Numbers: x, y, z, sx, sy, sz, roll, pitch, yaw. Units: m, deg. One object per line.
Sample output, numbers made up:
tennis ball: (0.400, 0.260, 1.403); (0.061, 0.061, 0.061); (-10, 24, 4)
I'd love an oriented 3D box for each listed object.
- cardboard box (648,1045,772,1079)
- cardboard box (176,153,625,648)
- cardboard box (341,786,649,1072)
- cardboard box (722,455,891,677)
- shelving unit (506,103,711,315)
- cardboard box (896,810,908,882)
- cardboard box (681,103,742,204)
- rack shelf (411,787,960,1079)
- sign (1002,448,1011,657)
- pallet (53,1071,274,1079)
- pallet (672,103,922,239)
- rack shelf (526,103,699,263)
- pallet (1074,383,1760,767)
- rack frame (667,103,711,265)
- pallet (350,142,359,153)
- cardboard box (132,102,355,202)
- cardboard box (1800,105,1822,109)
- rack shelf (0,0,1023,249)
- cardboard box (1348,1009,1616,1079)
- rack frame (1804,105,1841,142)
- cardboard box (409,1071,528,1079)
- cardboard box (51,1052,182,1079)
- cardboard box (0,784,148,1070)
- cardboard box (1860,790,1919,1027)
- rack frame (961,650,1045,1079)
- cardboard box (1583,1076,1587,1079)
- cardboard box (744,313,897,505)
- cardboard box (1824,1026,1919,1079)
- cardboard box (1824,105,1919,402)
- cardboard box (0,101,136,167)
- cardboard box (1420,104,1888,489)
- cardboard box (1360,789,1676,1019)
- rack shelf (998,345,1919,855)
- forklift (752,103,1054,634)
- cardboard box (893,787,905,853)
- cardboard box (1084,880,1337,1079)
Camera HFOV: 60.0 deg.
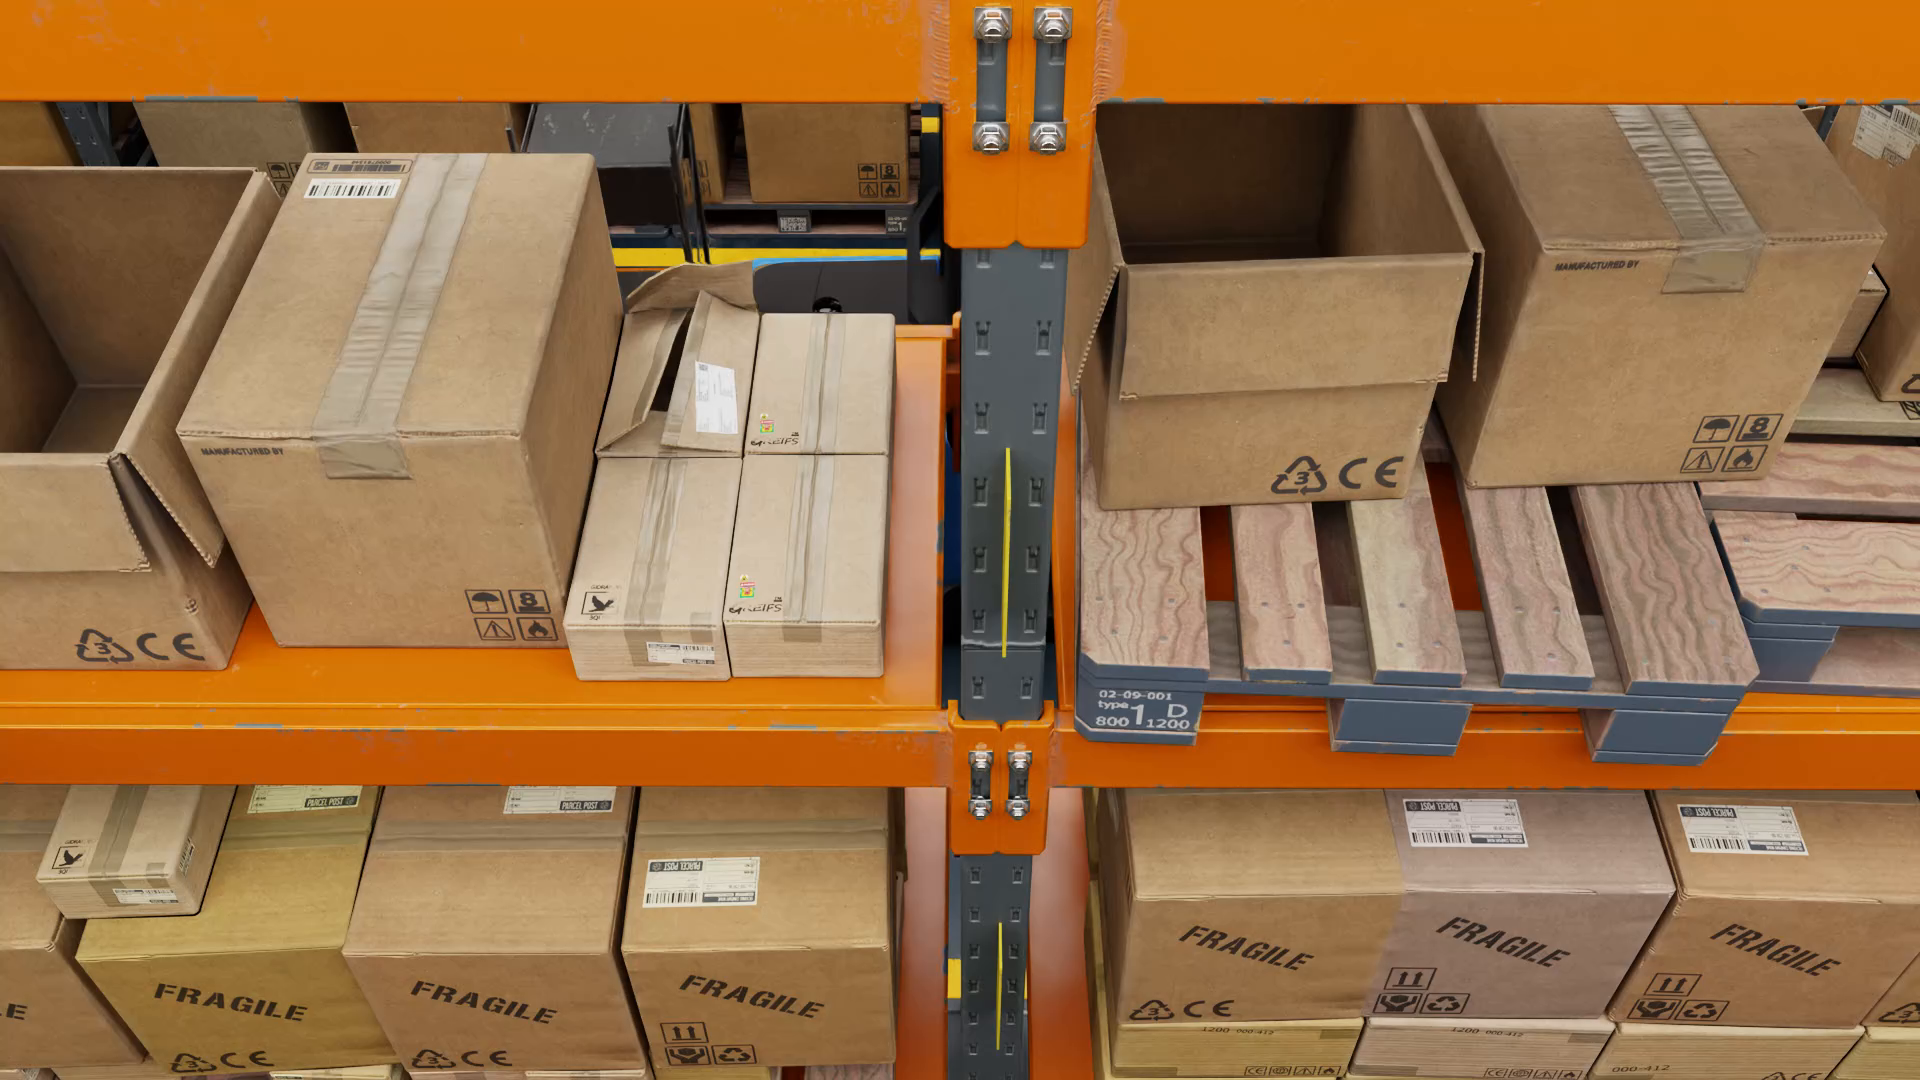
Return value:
cardboard box: (-0.530, 0.988, 3.666); (0.250, 0.149, 0.380); (1, 47, 1)
cardboard box: (-0.881, -0.244, 2.810); (0.500, 0.500, 0.700); (0, 47, 0)
cardboard box: (-0.906, 0.752, 3.442); (0.500, 0.500, 0.500); (-1, 47, 0)
cardboard box: (-0.249, 0.038, 2.787); (0.250, 0.149, 0.380); (0, 47, 0)
shelving unit: (-1.132, -0.681, 5.949); (0.503, 2.100, 0.431); (-1, 47, -1)
cardboard box: (-0.257, 0.628, 4.001); (0.250, 0.149, 0.380); (-2, 47, -2)
cardboard box: (-1.499, -2.246, 8.041); (0.750, 0.750, 1.050); (1, 47, 1)
rack shelf: (-1.933, 1.062, 4.204); (4.000, 0.370, 1.077); (0, 47, 0)
sign: (0.063, 0.021, 2.279); (0.005, 0.325, 0.100); (0, 47, 0)
pallet: (-1.913, 0.912, 3.983); (1.213, 0.211, 1.003); (0, 47, 0)
pallet: (-0.804, -1.909, 8.382); (1.213, 0.211, 1.003); (0, 47, 0)
rack shelf: (-1.132, -1.148, 5.447); (0.480, 0.518, 0.431); (-1, 47, -1)
pallet: (0.711, -0.173, 2.941); (1.003, 0.211, 1.213); (2, 47, 2)
rack frame: (-0.888, -0.687, 5.955); (0.015, 2.100, 0.400); (-1, 47, -1)
pallet: (-3.244, -1.915, 8.389); (1.213, 0.211, 1.003); (0, 47, 0)
cardboard box: (-3.395, -2.253, 8.048); (0.750, 0.750, 1.050); (0, 47, 0)
cardboard box: (4.300, -2.296, 8.295); (0.250, 0.149, 0.380); (1, 47, 1)
rack shelf: (-1.933, -0.846, 2.154); (4.000, 0.370, 1.077); (0, 47, 0)
cardboard box: (1.090, 0.887, 3.636); (0.500, 0.250, 0.500); (1, 47, 1)
rack frame: (3.984, -2.791, 7.298); (0.127, 3.000, 1.000); (0, 47, 0)
cardboard box: (-1.034, 1.014, 3.642); (0.250, 0.149, 0.380); (-2, 47, -2)
cardboard box: (-1.812, 0.990, 3.664); (0.250, 0.149, 0.380); (-1, 47, -1)
cardboard box: (-1.956, 0.750, 3.445); (0.500, 0.500, 0.500); (-2, 47, -1)
cardboard box: (2.077, 0.639, 3.355); (0.500, 0.500, 0.500); (1, 47, 1)
rack frame: (0.067, 0.822, 3.936); (0.127, 3.000, 1.000); (0, 47, 0)
cardboard box: (1.594, 1.053, 3.823); (0.500, 0.250, 0.500); (2, 47, 1)
cardboard box: (-0.247, -0.240, 3.046); (0.250, 0.149, 0.380); (0, 47, 0)
cardboard box: (2.095, 0.909, 3.616); (0.500, 0.250, 0.500); (1, 47, 1)
cardboard box: (1.830, -0.585, 2.840); (0.500, 0.500, 0.500); (1, 47, 1)
cardboard box: (-4.644, -2.285, 7.992); (0.875, 0.875, 0.875); (1, 47, 1)
cardboard box: (1.058, -0.513, 2.774); (0.500, 0.500, 0.700); (-2, 47, -2)
cardboard box: (1.055, 0.622, 3.371); (0.500, 0.500, 0.500); (0, 47, 0)
rack shelf: (2.067, 0.051, 3.096); (4.000, 0.370, 1.077); (0, 47, 0)
forklift: (0.647, -1.014, 5.691); (3.031, 2.935, 1.130); (-1, 47, -1)
cardboard box: (-0.382, 0.373, 3.795); (0.500, 0.500, 0.500); (-1, 47, -1)
cardboard box: (0.555, 1.059, 3.818); (0.500, 0.250, 0.500); (-1, 47, -1)
